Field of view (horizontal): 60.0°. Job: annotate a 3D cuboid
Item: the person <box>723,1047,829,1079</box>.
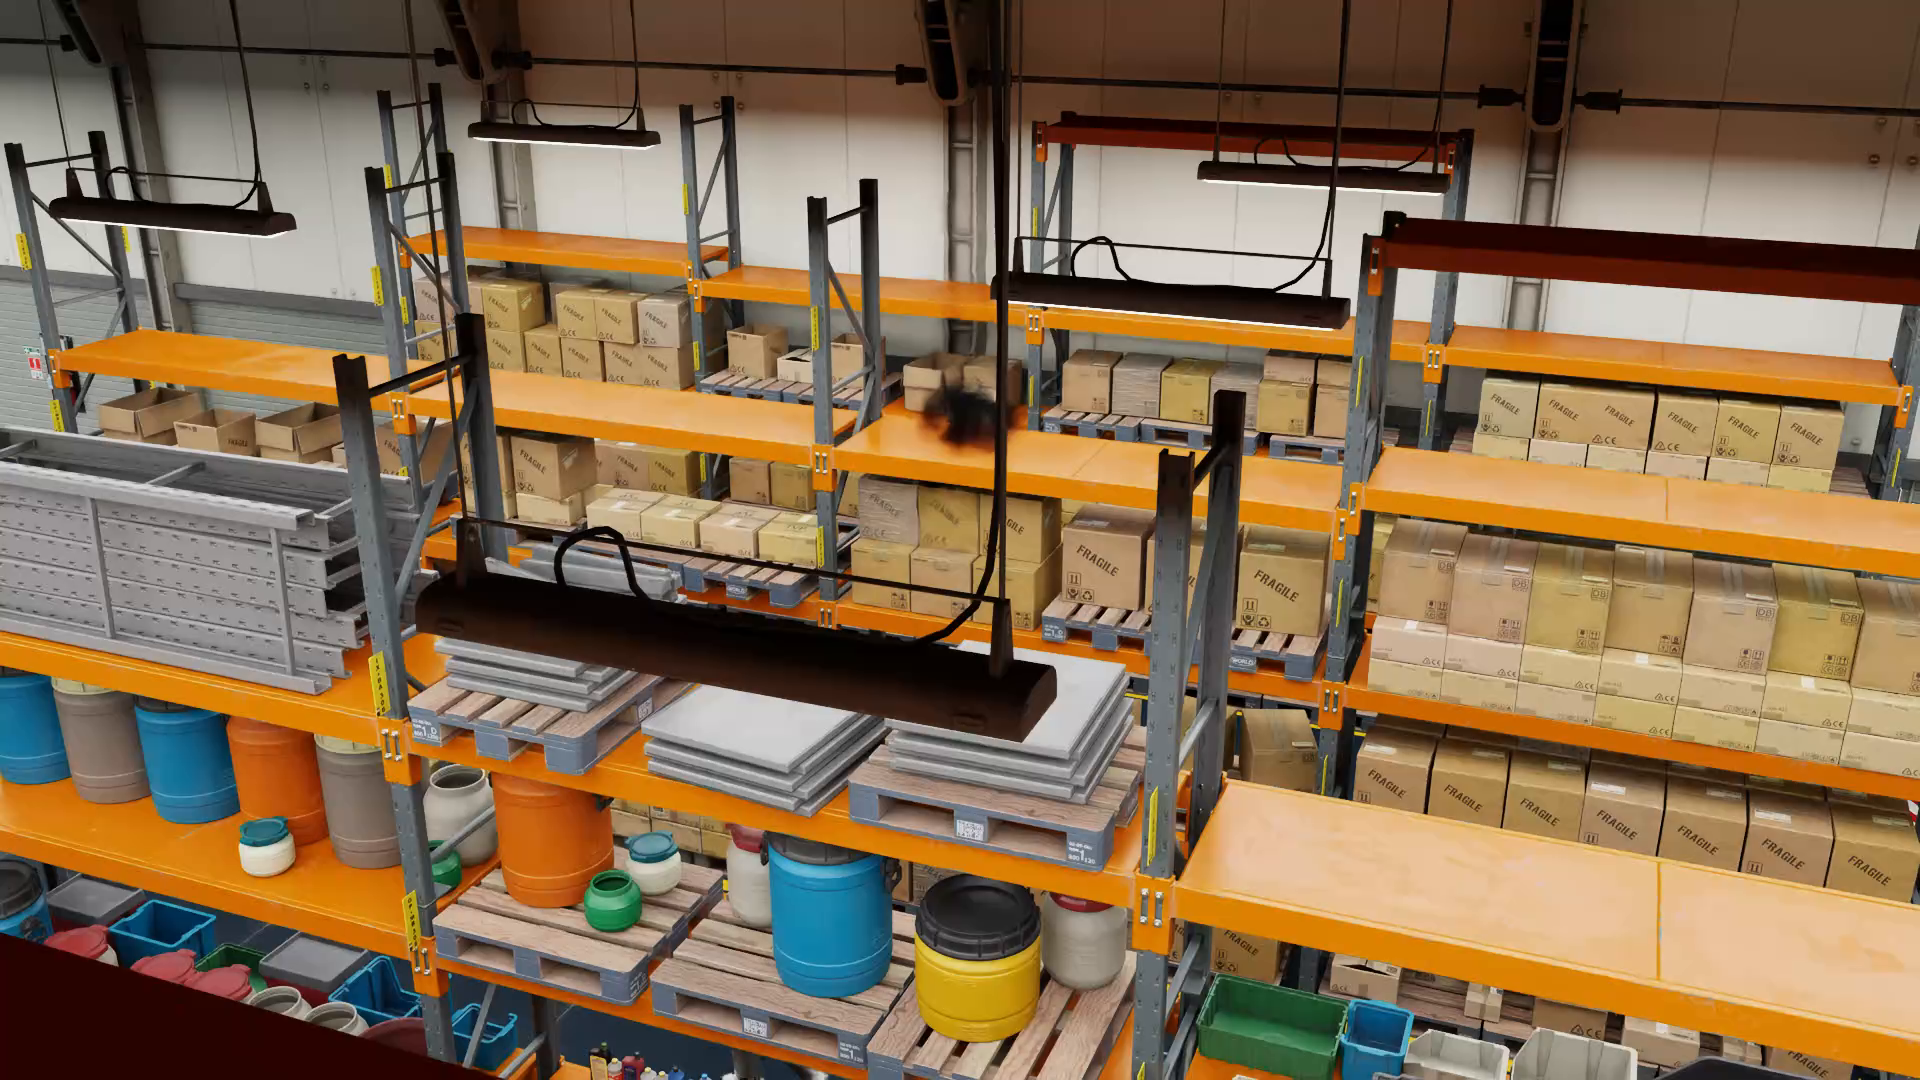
[{"bbox_3d":[-1.294,3.093,11.205,0.806,1.643,0.589,6,22,14],"label":"person"}]
